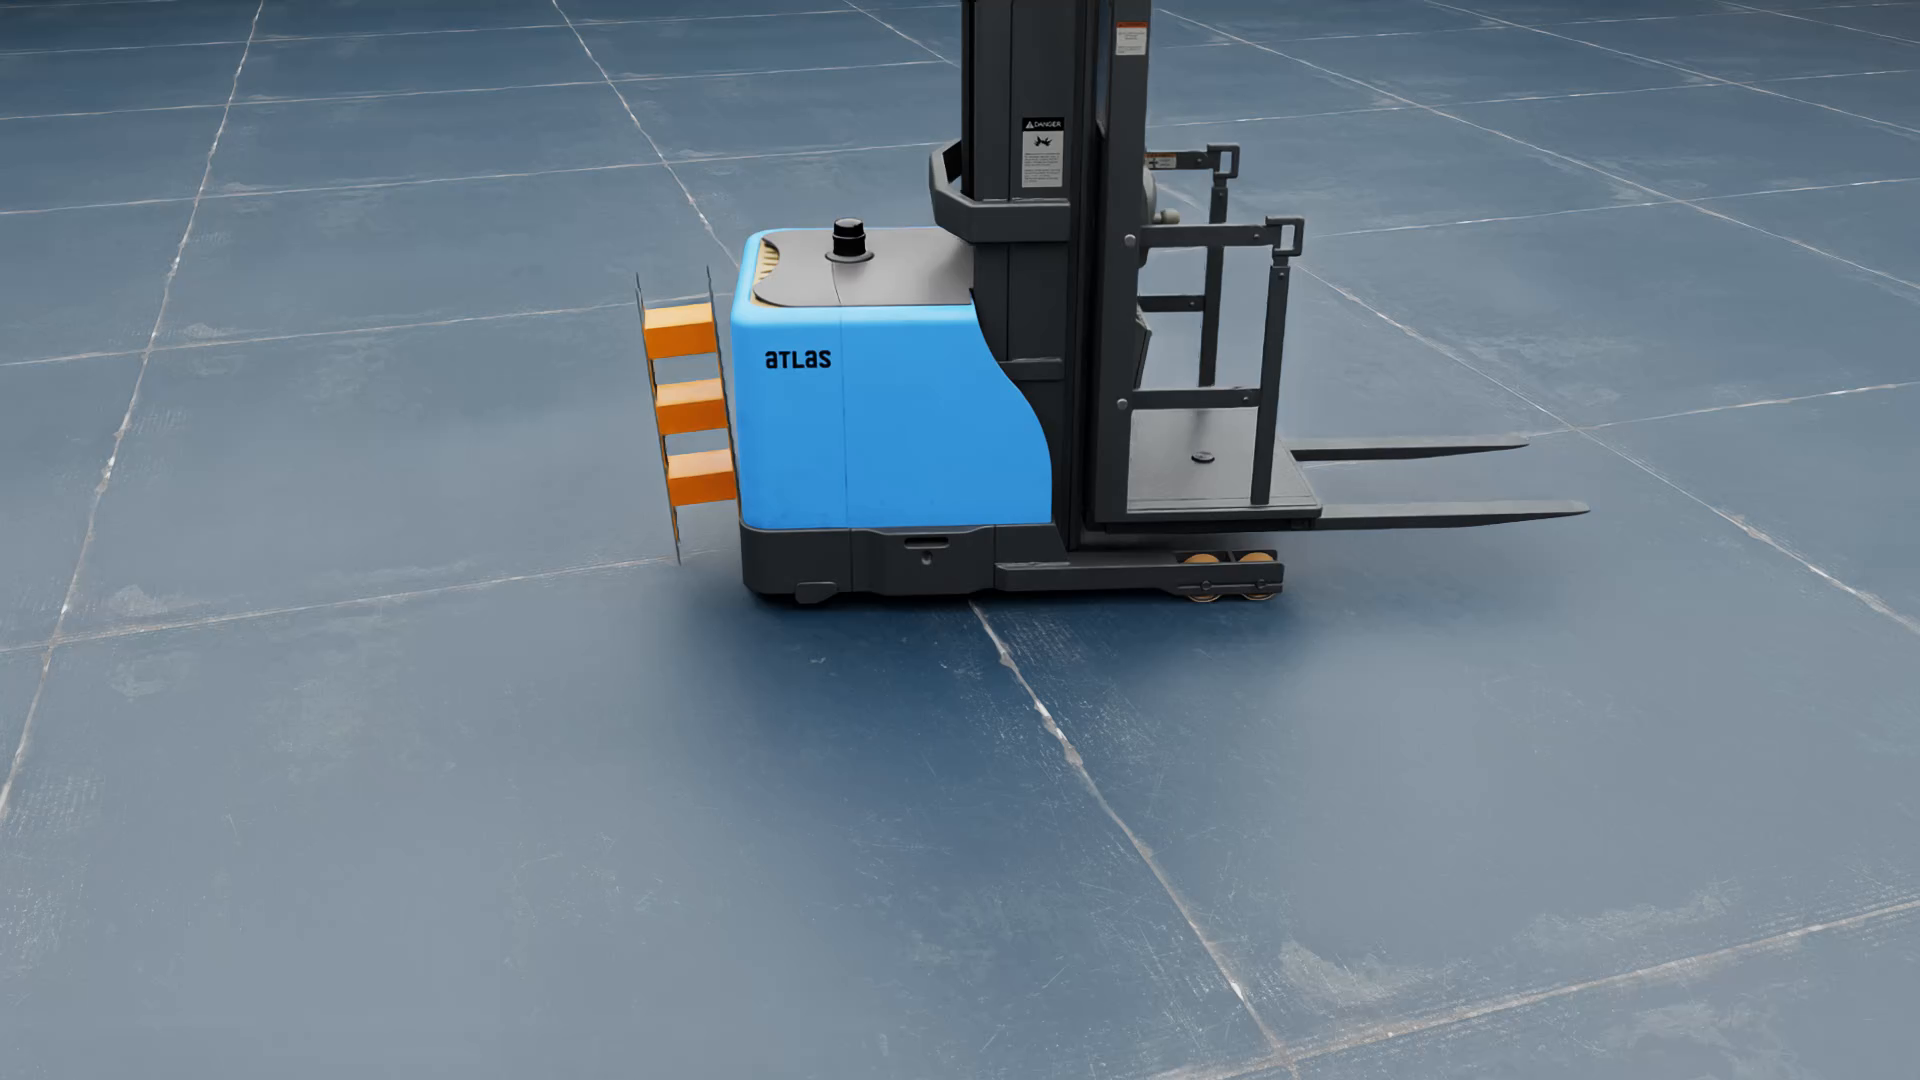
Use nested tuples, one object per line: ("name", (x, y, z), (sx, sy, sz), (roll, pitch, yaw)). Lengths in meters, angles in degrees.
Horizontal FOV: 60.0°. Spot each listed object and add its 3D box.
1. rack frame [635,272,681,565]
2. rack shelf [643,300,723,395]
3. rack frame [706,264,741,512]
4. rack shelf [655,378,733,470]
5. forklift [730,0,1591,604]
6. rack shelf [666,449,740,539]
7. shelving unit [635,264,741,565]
("rack frame", (-1.071, -0.419, 5.914), (0.008, 1.050, 0.200), (-7, 27, -7))
("rack shelf", (-0.968, -0.677, 5.805), (0.240, 0.259, 0.215), (-7, 27, -7))
("rack frame", (-0.831, -0.450, 5.943), (0.008, 1.050, 0.200), (-7, 27, -7))
("rack shelf", (-0.950, -0.425, 5.933), (0.240, 0.259, 0.215), (-7, 27, -7))
("forklift", (0.734, -1.329, 5.631), (3.031, 2.935, 1.130), (-1, 26, -3))
("rack shelf", (-0.933, -0.178, 6.059), (0.240, 0.259, 0.215), (-7, 27, -7))
("shelving unit", (-0.951, -0.434, 5.928), (0.252, 1.050, 0.215), (-7, 27, -7))
